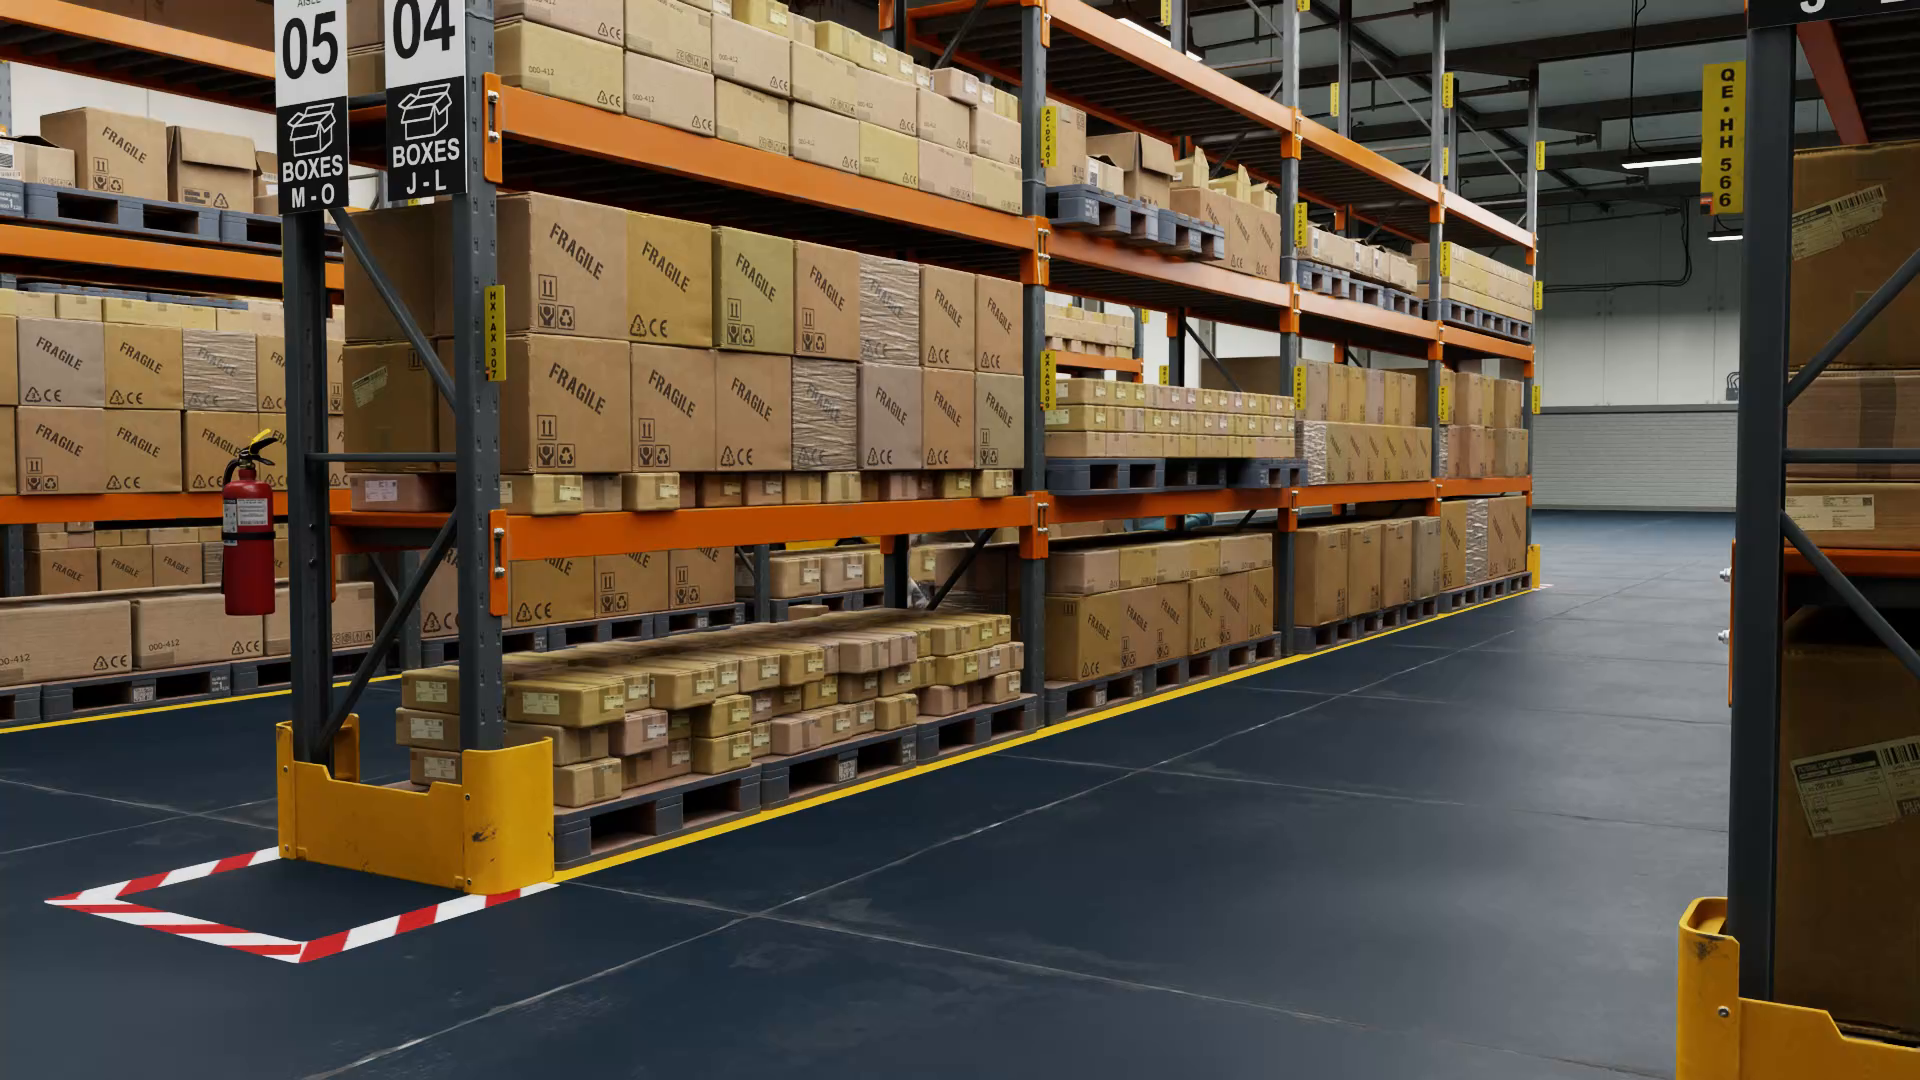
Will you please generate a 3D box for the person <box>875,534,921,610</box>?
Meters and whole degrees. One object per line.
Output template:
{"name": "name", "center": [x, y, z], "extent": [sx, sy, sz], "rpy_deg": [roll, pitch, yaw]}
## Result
{"name": "person", "center": [-0.544, -0.078, 14.014], "extent": [0.433, 1.785, 0.563], "rpy_deg": [1, 3, 10]}
